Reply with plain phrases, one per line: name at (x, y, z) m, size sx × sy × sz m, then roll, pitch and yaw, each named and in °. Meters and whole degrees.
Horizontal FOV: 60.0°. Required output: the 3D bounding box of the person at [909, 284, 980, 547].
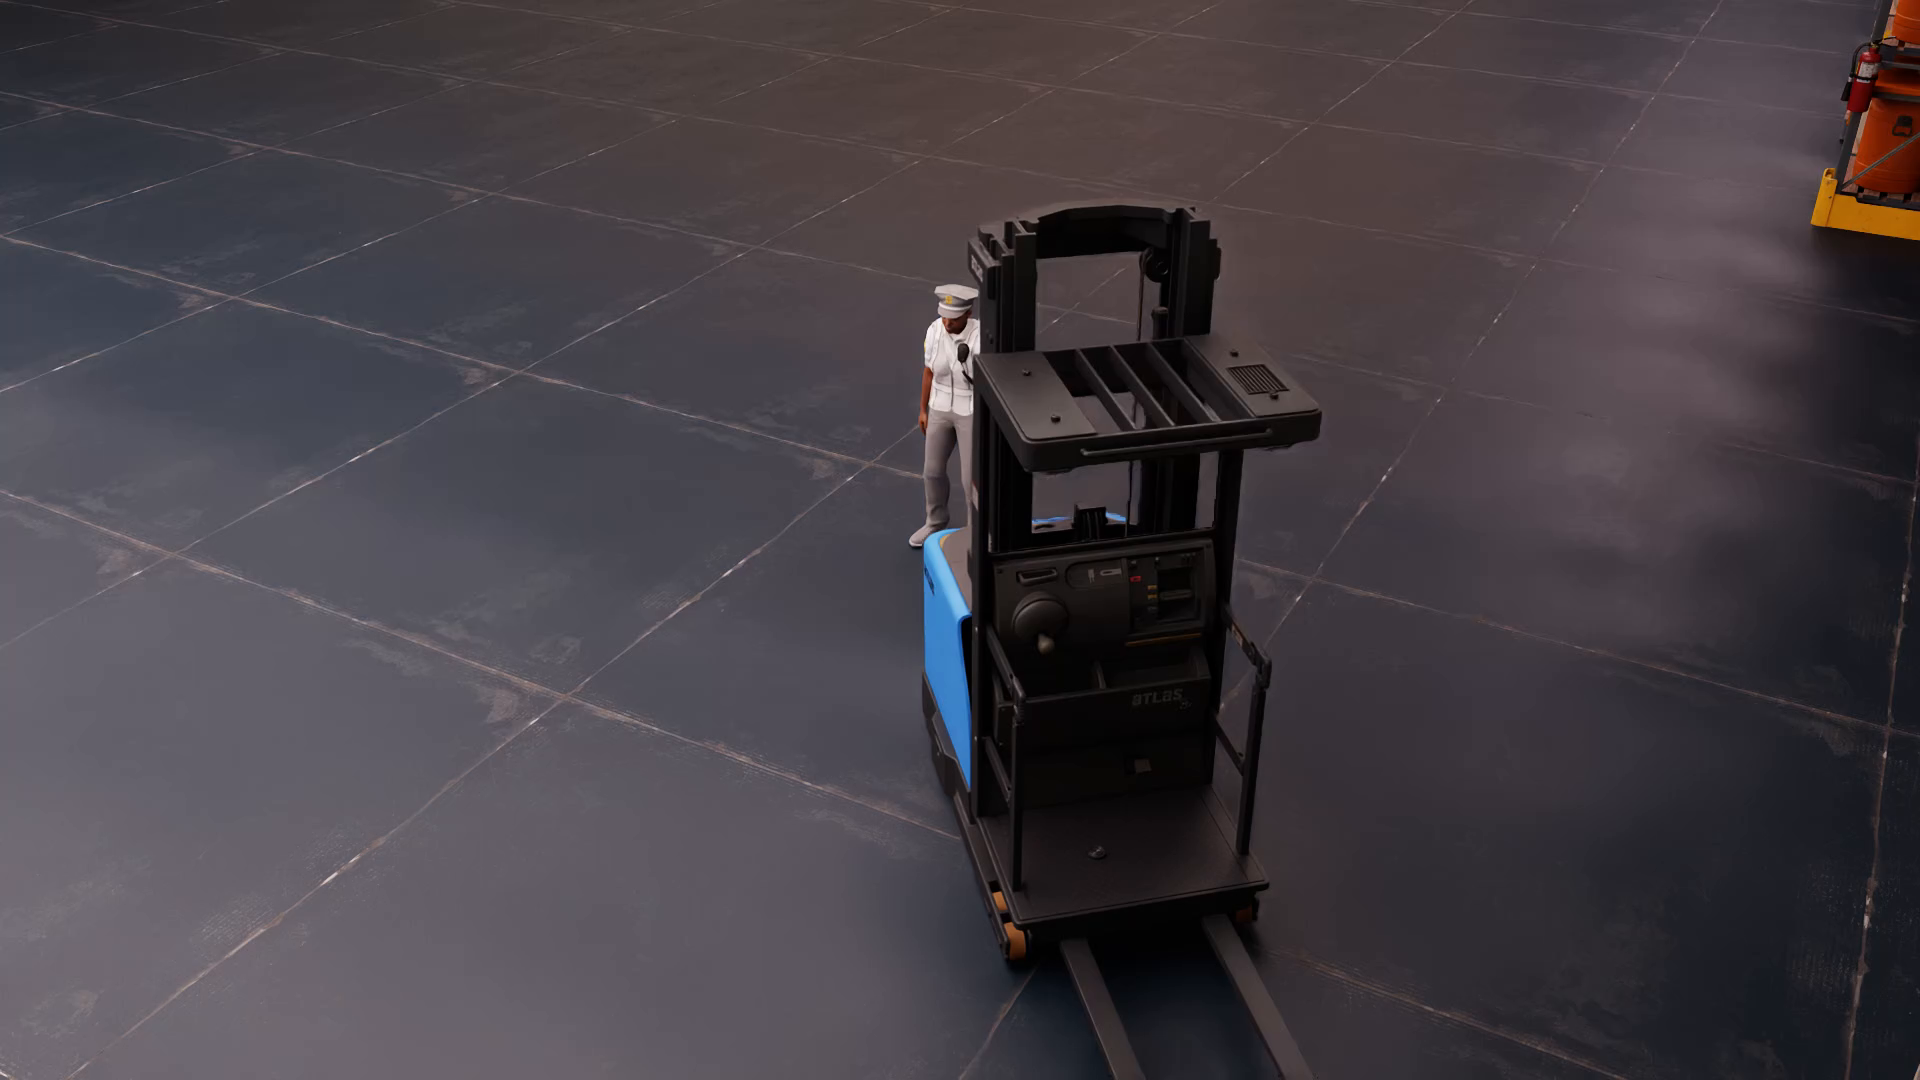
person at (-0.018, -0.701, 9.562) m, size 0.513 × 1.657 × 0.393 m, roll 14°, pitch 33°, yaw 23°

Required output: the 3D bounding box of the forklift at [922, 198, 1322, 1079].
forklift at (0.645, 0.281, 6.584) m, size 1.130 × 2.935 × 3.031 m, roll -7°, pitch 31°, yaw -11°
